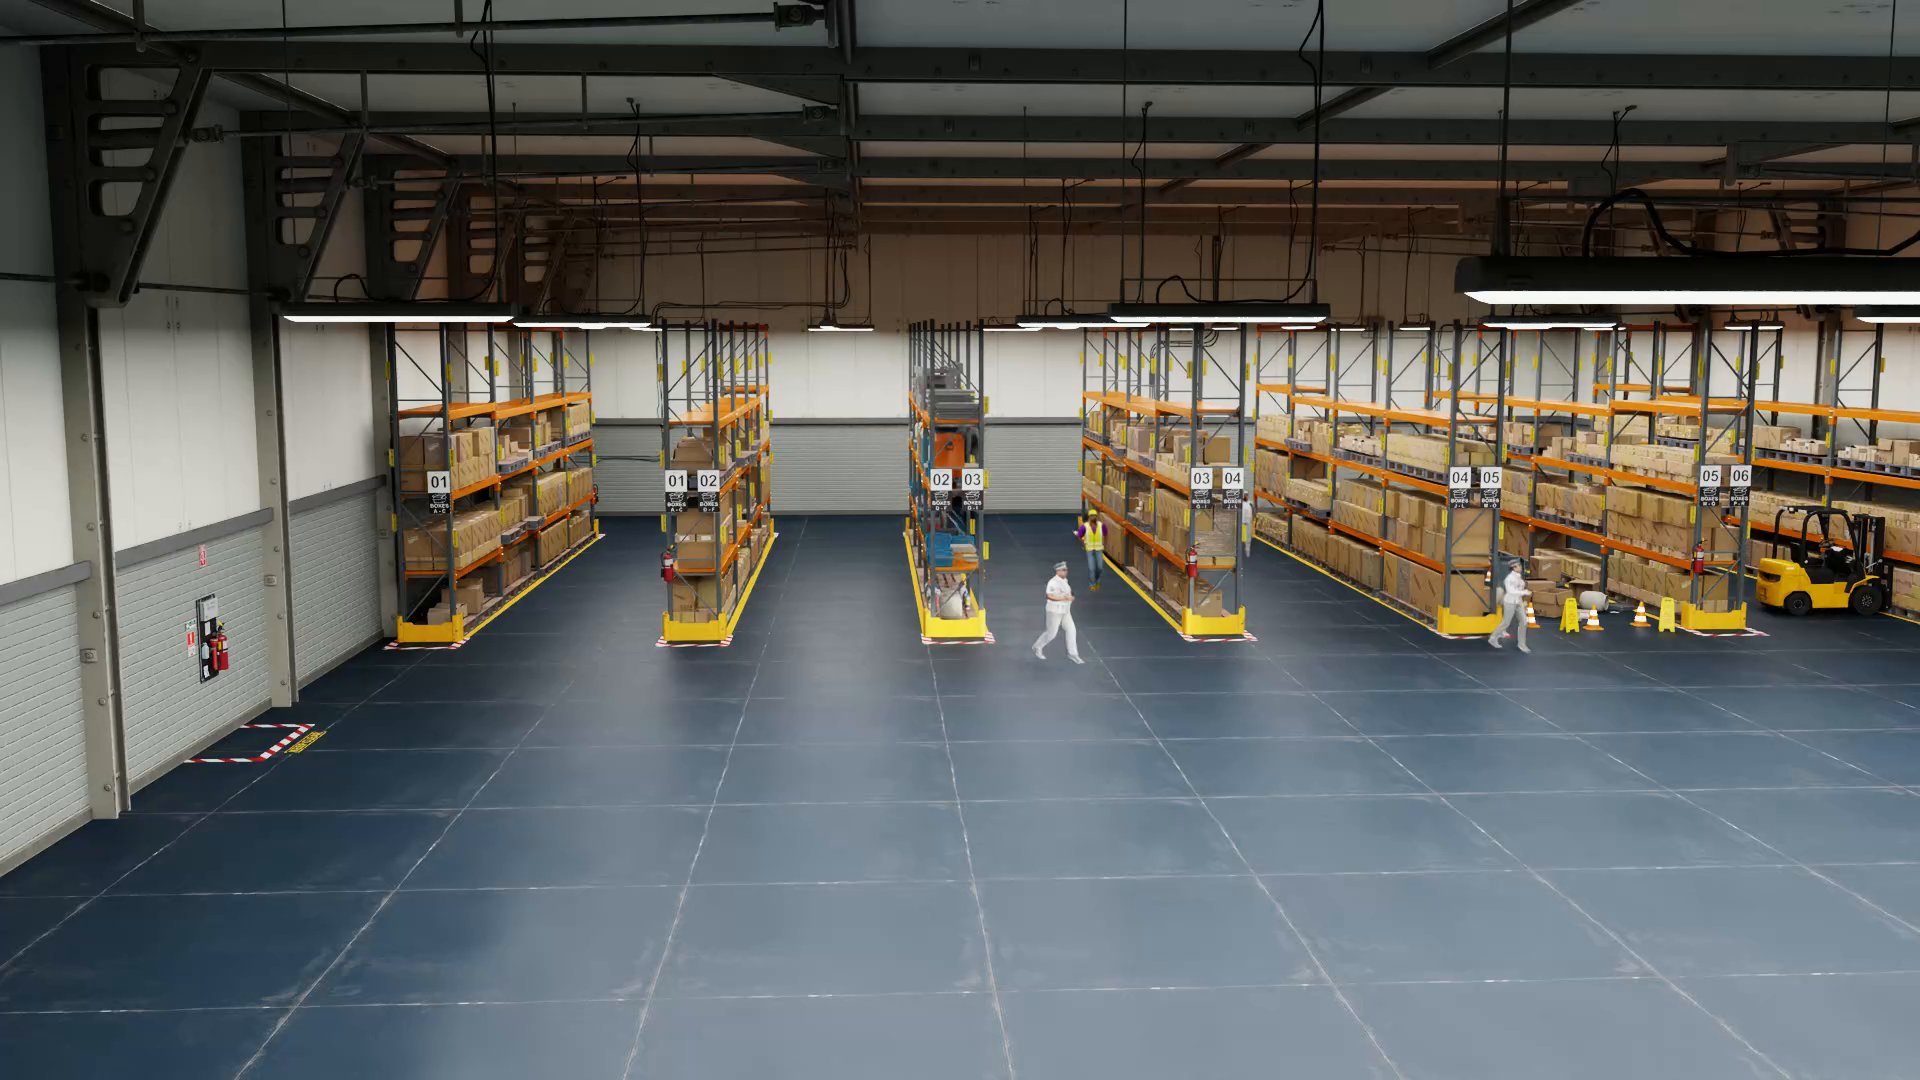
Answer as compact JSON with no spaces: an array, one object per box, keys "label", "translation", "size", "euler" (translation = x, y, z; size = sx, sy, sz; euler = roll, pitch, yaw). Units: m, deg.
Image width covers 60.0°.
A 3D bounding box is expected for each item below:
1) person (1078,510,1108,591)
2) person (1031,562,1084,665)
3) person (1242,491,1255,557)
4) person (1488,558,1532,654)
[{"label":"person","translation":[2.836,0.231,35.217],"size":[0.674,1.754,0.536],"euler":[0,7,-3]},{"label":"person","translation":[1.714,1.255,29.073],"size":[1.002,1.790,0.678],"euler":[5,9,35]},{"label":"person","translation":[7.416,-0.445,43.361],"size":[0.617,1.678,0.920],"euler":[0,7,-1]},{"label":"person","translation":[9.949,1.181,30.030],"size":[0.774,1.744,0.569],"euler":[6,9,39]}]
